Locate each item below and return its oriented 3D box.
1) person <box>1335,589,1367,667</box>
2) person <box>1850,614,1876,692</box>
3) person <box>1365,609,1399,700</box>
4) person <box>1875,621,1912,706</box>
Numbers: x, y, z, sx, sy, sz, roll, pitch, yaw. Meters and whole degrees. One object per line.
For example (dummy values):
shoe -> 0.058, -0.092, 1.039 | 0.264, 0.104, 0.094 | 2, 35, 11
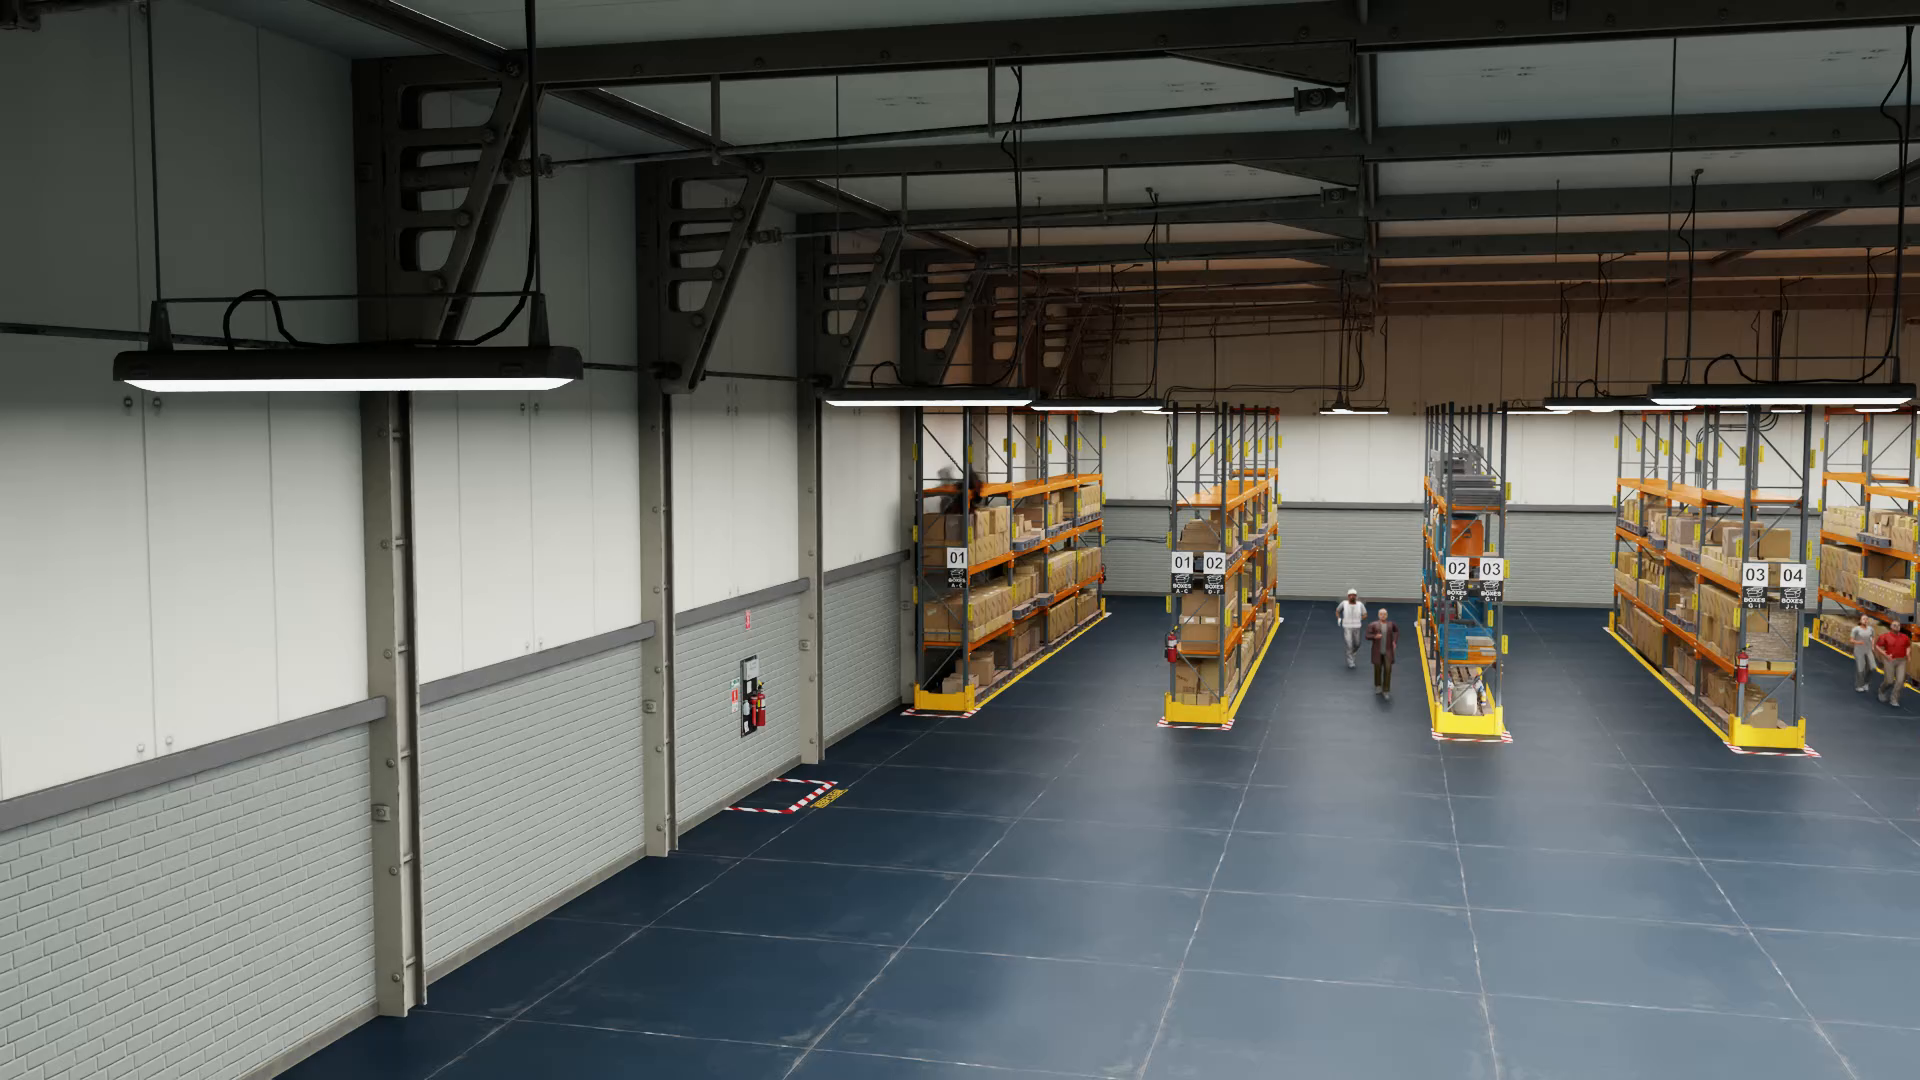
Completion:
person -> 9.003, 2.012, 38.213 | 0.696, 1.763, 0.946 | 0, 4, 2
person -> 18.767, 2.346, 34.489 | 0.544, 1.628, 0.605 | 1, 4, 9
person -> 8.602, 2.297, 33.875 | 0.698, 1.794, 0.968 | 1, 4, 10
person -> 18.572, 2.443, 33.064 | 0.668, 1.685, 0.613 | 1, 4, 11
